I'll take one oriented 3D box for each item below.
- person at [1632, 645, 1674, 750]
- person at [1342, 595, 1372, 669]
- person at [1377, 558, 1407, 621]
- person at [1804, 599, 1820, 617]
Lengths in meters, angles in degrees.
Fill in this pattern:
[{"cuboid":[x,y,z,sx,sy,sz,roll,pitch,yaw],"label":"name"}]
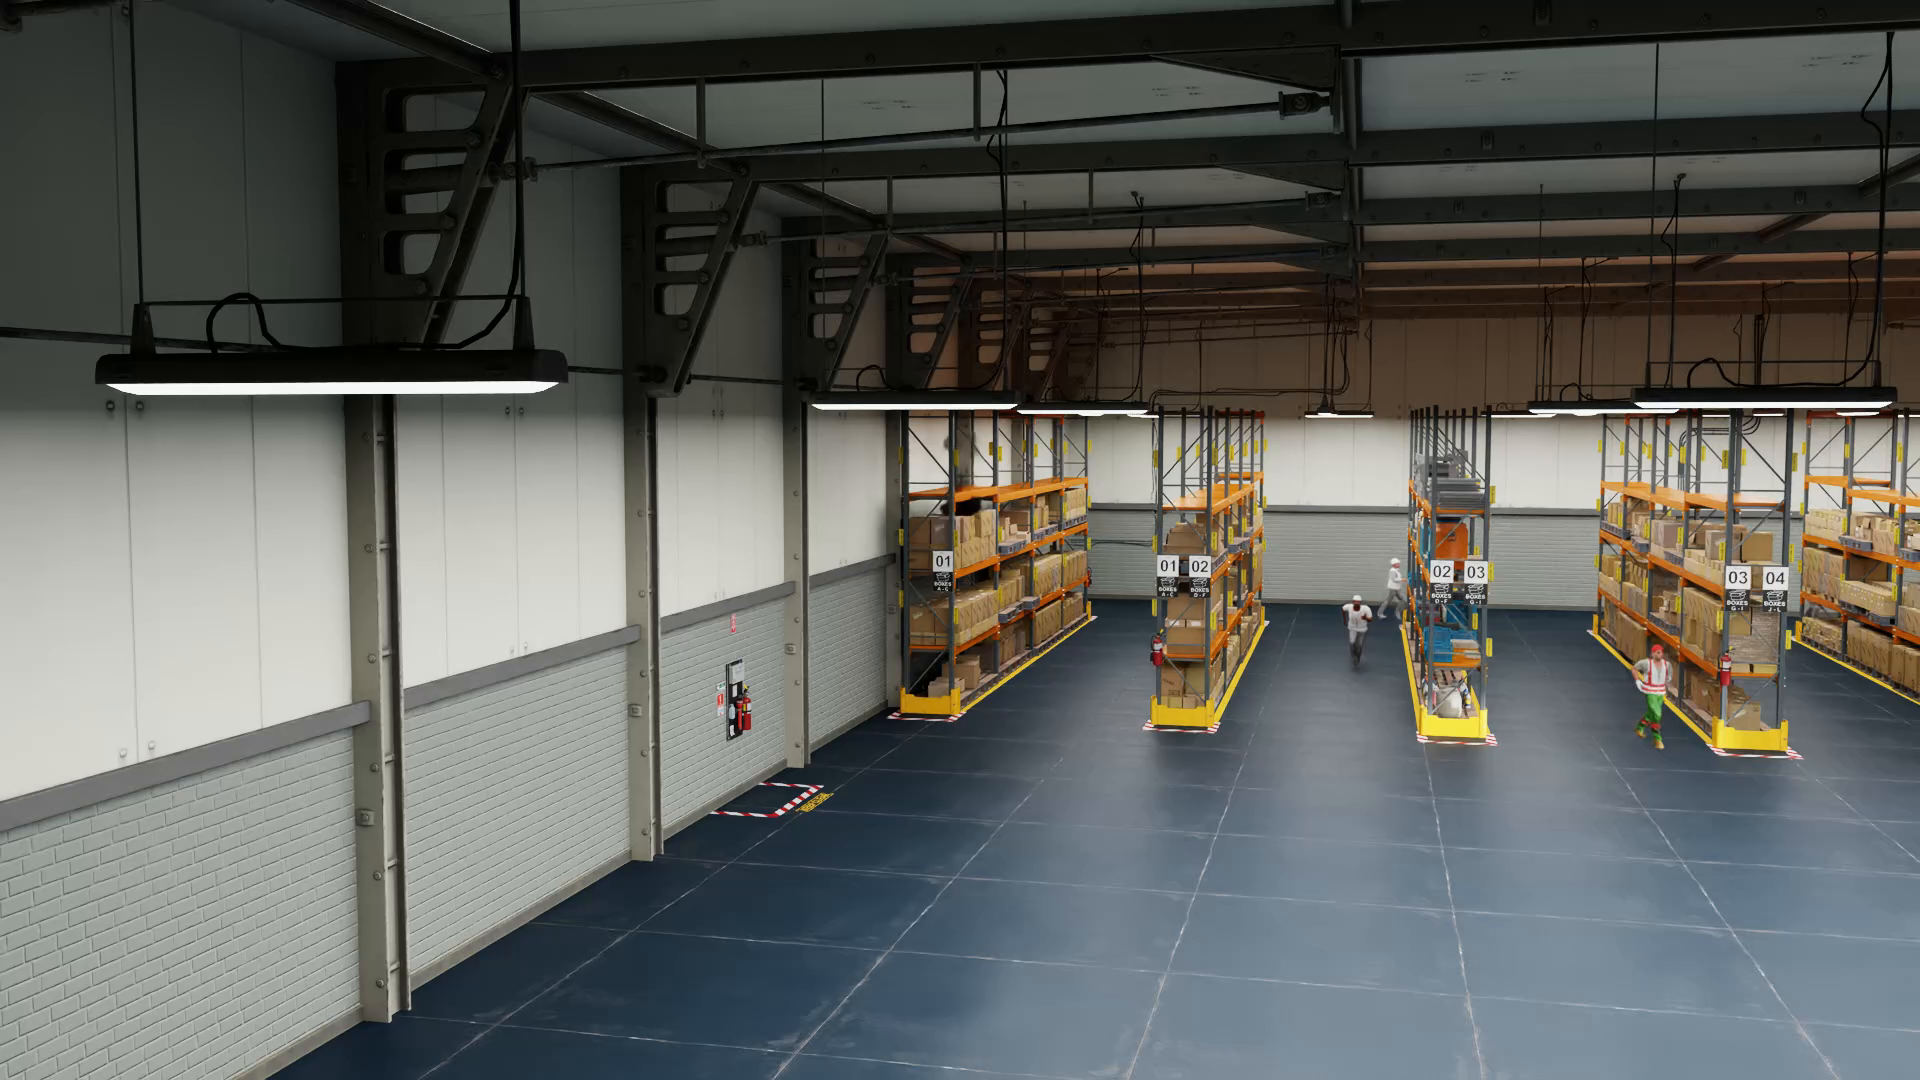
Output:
[{"cuboid":[12.230,2.745,29.358,0.613,1.847,0.892,-1,4,-13],"label":"person"},{"cuboid":[9.172,2.104,38.427,0.685,1.719,0.919,1,4,12],"label":"person"},{"cuboid":[12.448,1.421,47.745,0.878,1.807,0.661,2,5,29],"label":"person"},{"cuboid":[22.704,1.779,44.227,0.613,1.536,0.512,0,4,-1],"label":"person"}]
